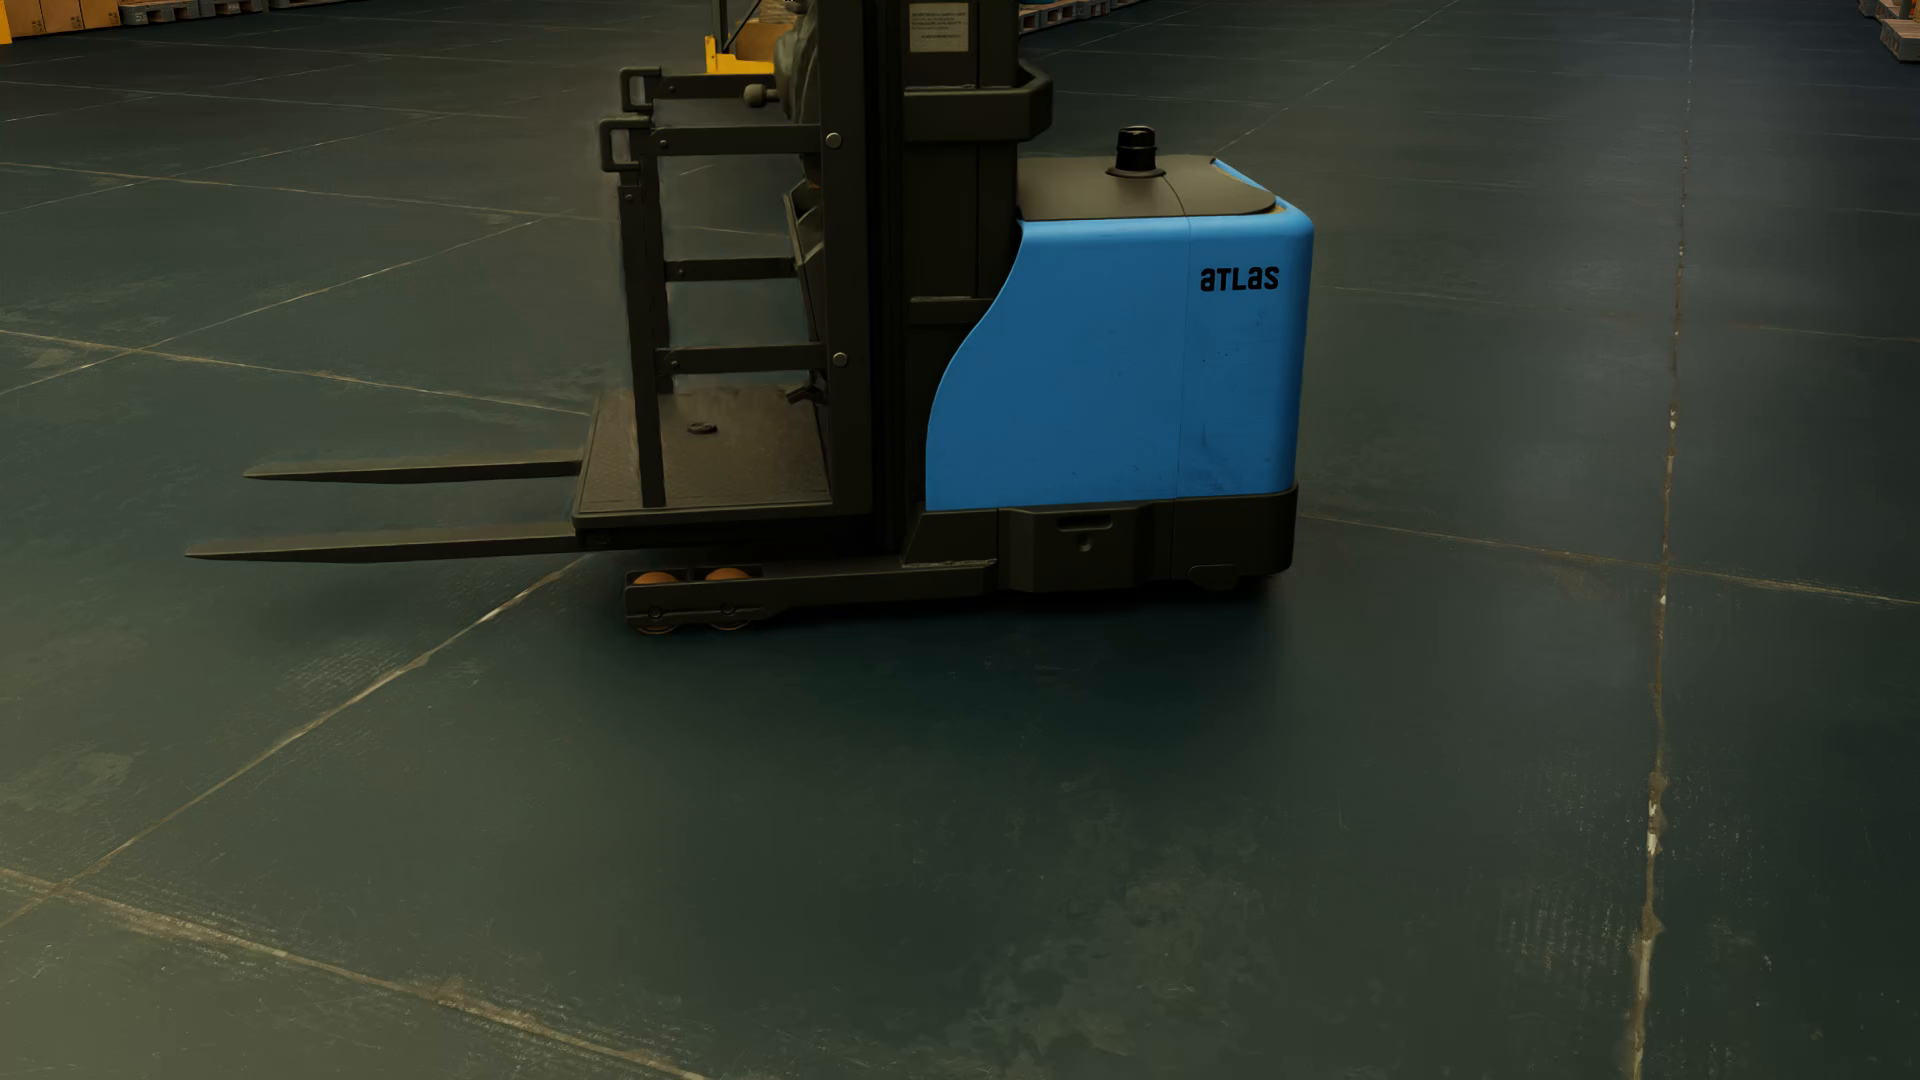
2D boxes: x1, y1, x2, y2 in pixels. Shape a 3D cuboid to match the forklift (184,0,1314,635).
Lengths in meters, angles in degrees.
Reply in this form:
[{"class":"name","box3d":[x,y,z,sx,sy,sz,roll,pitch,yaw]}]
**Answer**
[{"class":"forklift","box3d":[-0.610,-1.314,4.435,3.031,2.935,1.130,-3,23,-7]}]
